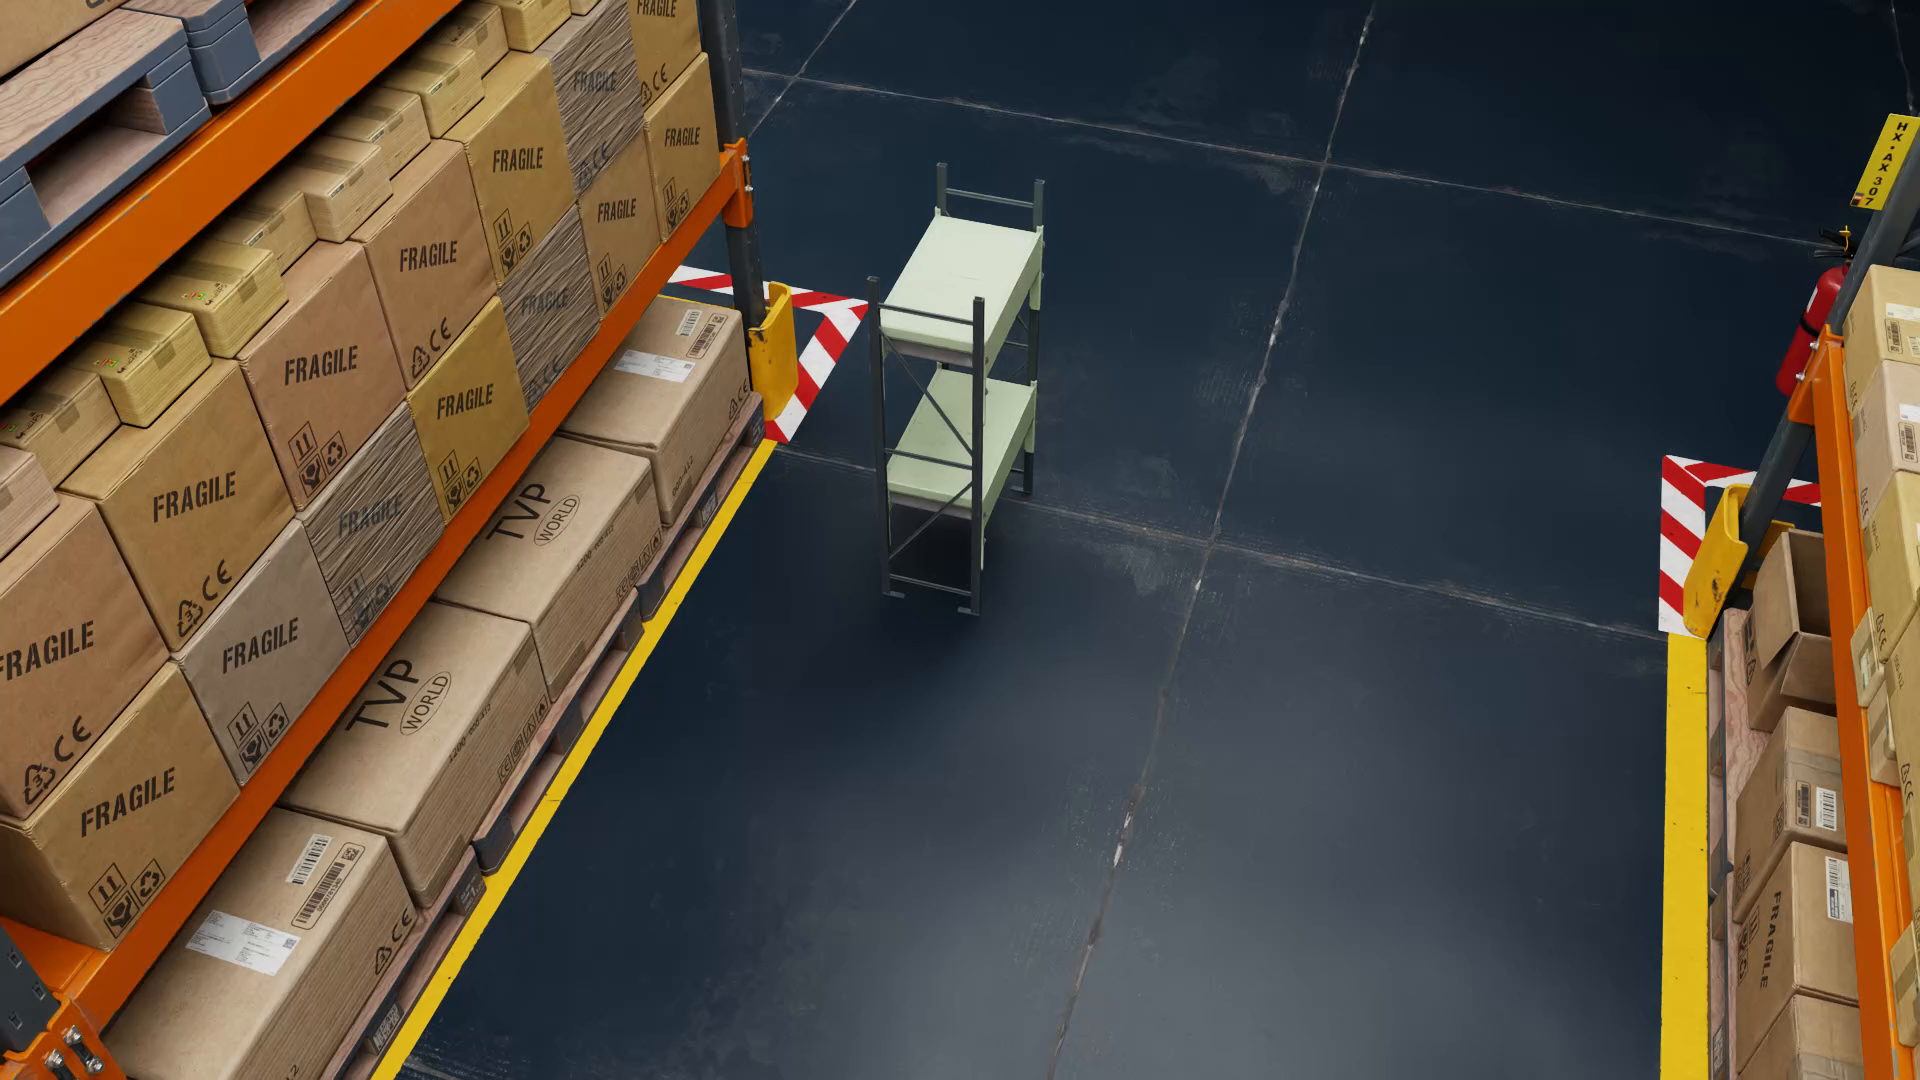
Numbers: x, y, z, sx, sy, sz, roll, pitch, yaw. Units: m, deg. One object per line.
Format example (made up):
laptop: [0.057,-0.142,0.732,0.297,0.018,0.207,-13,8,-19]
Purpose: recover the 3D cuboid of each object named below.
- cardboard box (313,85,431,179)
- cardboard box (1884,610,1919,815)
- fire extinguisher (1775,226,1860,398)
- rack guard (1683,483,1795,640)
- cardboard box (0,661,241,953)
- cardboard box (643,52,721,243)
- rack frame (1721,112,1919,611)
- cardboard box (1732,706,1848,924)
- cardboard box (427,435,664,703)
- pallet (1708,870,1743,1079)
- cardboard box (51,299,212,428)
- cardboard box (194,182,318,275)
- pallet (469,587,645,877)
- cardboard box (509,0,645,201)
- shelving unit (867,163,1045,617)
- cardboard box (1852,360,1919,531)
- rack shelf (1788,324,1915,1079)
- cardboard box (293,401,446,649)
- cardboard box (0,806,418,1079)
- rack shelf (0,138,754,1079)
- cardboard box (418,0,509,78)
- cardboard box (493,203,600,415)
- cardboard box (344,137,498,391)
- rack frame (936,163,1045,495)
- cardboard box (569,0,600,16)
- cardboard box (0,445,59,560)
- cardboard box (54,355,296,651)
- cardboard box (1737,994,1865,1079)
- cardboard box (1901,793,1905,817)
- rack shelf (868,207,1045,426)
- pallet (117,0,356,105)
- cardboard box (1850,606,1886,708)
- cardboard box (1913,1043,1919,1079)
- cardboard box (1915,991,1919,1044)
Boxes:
cardboard box: [-1.673,-1.111,4.490,0.380,0.149,0.250,14,46,14]
cardboard box: [2.577,0.461,4.029,0.500,0.250,0.500,11,46,11]
fire extinguisher: [3.012,-0.787,5.731,0.296,0.674,0.183,13,46,13]
rack guard: [3.385,0.192,6.196,1.175,0.500,0.348,13,46,13]
cardboard box: [-2.143,0.572,3.949,0.500,0.500,0.500,14,46,14]
cardboard box: [-1.217,-1.459,6.025,0.500,0.500,0.500,13,46,13]
rack frame: [3.408,-0.752,5.374,1.000,3.000,0.127,13,46,13]
cardboard box: [2.837,0.940,5.131,0.700,0.500,0.500,14,46,14]
cardboard box: [-1.697,0.038,6.098,0.875,0.438,0.875,14,46,14]
pallet: [2.774,1.638,4.926,1.003,0.211,1.213,13,46,13]
cardboard box: [-1.959,-0.421,3.786,0.380,0.149,0.250,12,46,12]
cardboard box: [-1.853,-0.777,4.149,0.380,0.149,0.250,12,46,12]
pallet: [-1.862,0.556,6.031,1.003,0.211,1.213,13,46,12]
cardboard box: [-1.373,-1.468,5.319,0.500,0.500,0.500,13,46,13]
shelving unit: [-0.002,-0.532,6.221,0.431,1.500,0.755,13,46,12]
cardboard box: [2.862,-0.223,4.728,0.500,0.250,0.500,13,46,13]
rack shelf: [2.803,0.838,4.263,1.077,0.370,4.000,13,46,13]
cardboard box: [-1.830,-0.092,4.628,0.500,0.500,0.500,13,46,13]
cardboard box: [-2.242,1.235,4.875,0.875,0.438,0.875,12,46,12]
rack shelf: [-1.929,-0.211,5.335,1.077,0.370,4.000,13,46,13]
cardboard box: [-1.555,-1.462,4.849,0.380,0.149,0.250,12,46,12]
cardboard box: [-1.530,-0.783,5.334,0.500,0.500,0.500,14,46,14]
cardboard box: [-1.680,-0.804,4.640,0.500,0.500,0.500,12,46,12]
rack frame: [0.109,-0.776,6.470,0.400,1.500,0.023,13,46,12]
cardboard box: [-1.293,-1.780,5.174,0.380,0.149,0.250,12,46,12]
cardboard box: [-2.130,-0.089,3.446,0.380,0.149,0.250,13,46,13]
cardboard box: [-2.001,-0.129,3.951,0.500,0.500,0.500,12,46,12]
cardboard box: [2.522,1.632,4.424,0.700,0.500,0.500,11,45,11]
cardboard box: [2.537,0.713,4.056,0.380,0.149,0.250,12,46,12]
rack shelf: [-0.002,-0.811,5.948,0.431,0.370,0.720,13,46,12]
pallet: [-1.906,-1.529,4.086,1.003,0.211,1.213,13,46,13]
cardboard box: [2.610,0.347,4.430,0.380,0.149,0.250,11,46,11]
cardboard box: [2.272,1.212,3.546,0.380,0.149,0.250,14,46,14]
cardboard box: [2.256,1.133,3.342,0.500,0.250,0.500,13,46,13]
